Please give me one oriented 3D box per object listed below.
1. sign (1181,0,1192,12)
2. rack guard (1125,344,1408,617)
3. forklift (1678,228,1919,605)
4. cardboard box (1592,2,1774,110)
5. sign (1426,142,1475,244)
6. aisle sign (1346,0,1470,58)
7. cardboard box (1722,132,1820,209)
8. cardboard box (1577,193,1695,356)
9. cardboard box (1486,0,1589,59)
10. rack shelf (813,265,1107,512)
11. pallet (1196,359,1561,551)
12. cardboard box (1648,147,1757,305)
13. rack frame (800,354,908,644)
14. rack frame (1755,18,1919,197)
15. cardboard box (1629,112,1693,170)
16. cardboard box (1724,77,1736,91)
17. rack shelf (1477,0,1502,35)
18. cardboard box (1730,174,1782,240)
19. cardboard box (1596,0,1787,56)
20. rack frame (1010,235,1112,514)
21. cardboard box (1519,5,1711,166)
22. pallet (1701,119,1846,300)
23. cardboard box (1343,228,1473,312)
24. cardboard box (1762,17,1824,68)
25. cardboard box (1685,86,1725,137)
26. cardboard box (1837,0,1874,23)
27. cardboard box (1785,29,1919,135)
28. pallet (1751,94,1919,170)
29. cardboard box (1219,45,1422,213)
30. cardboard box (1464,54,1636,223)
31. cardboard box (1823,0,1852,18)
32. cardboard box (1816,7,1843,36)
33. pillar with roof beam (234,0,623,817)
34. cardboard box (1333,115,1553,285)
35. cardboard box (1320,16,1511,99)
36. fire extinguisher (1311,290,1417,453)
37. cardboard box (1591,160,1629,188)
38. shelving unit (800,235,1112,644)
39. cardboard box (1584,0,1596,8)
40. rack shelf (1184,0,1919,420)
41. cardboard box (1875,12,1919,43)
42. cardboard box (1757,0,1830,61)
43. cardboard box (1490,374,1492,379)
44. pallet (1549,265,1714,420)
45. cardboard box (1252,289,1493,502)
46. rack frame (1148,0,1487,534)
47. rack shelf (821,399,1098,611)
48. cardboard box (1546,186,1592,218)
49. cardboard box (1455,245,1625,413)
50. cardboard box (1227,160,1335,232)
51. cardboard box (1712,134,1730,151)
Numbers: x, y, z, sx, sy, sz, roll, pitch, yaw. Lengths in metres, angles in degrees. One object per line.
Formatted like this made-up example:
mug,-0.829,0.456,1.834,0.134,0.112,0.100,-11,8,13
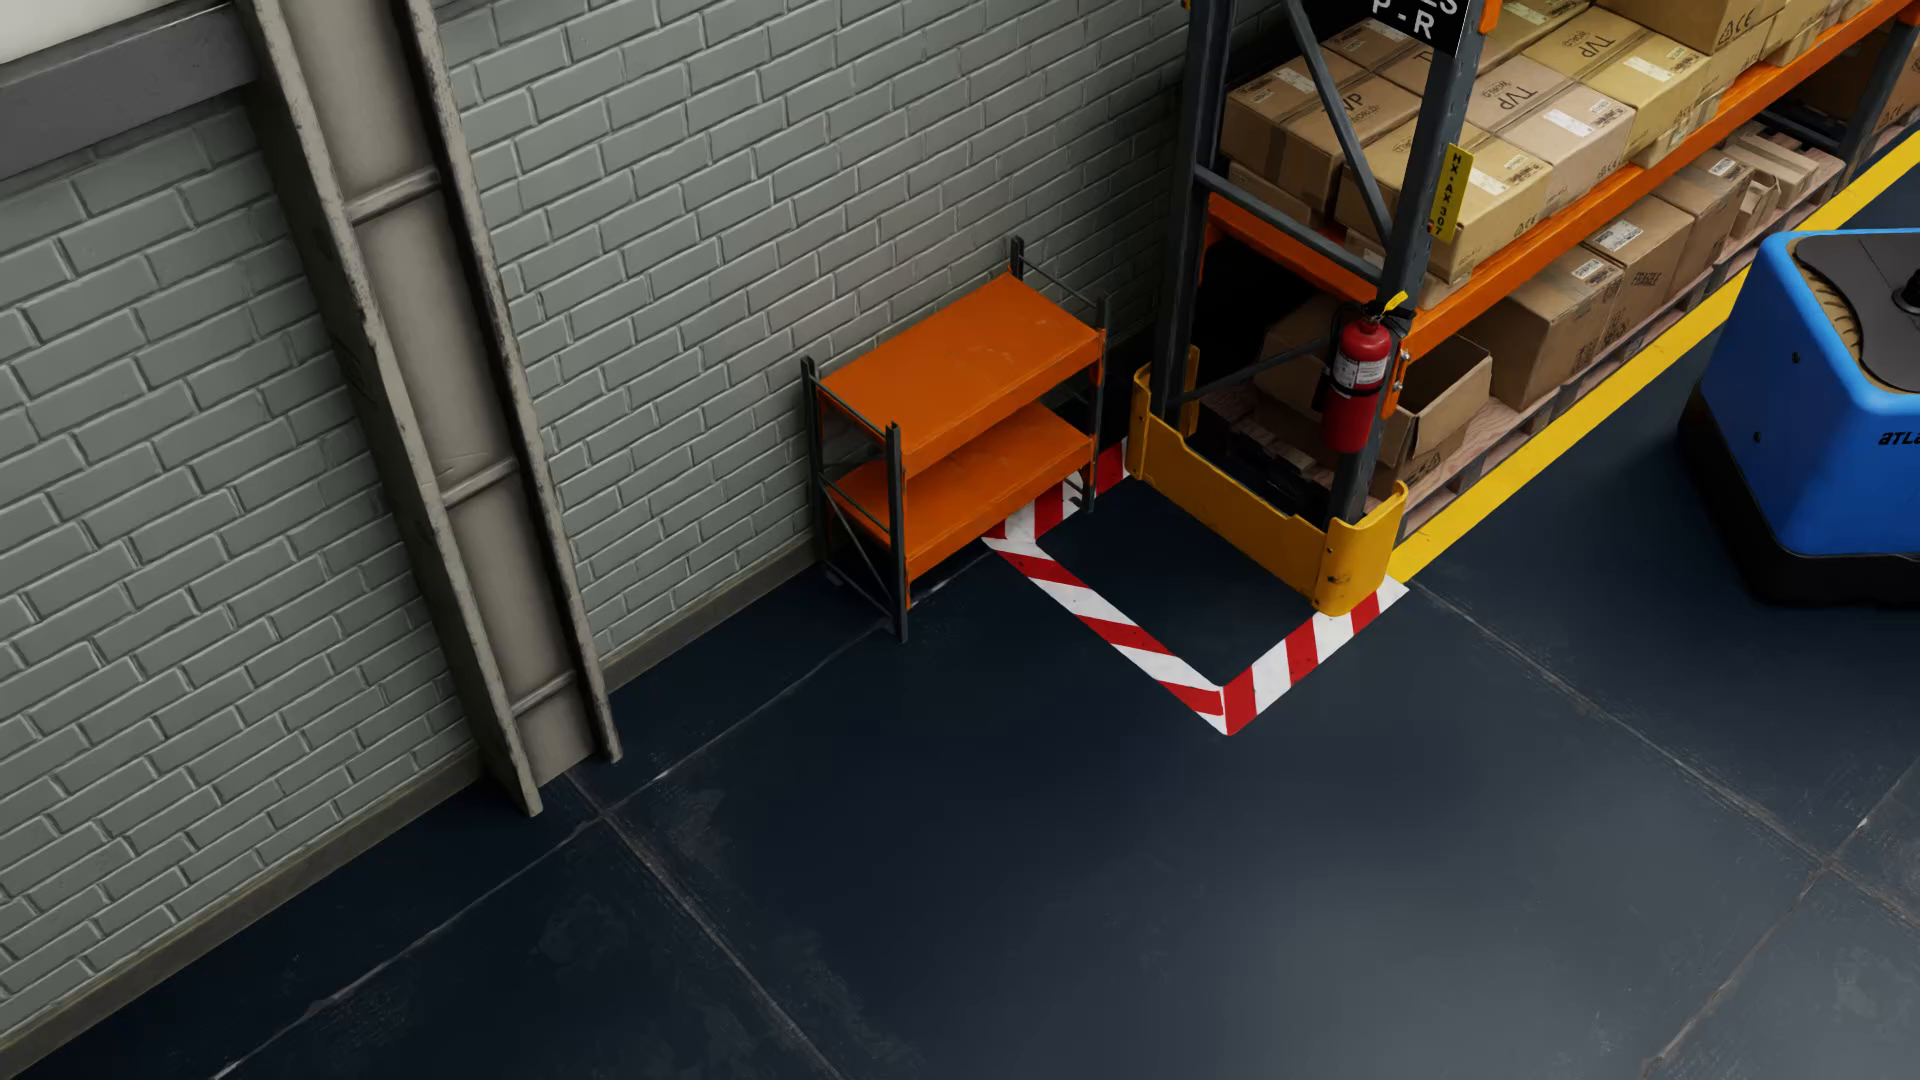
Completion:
sign,0.776,-1.874,5.436,0.005,0.325,0.100,-34,56,-27
rack guard,1.190,-0.253,6.643,0.348,0.500,1.175,-34,56,-27
forklift,4.591,-1.147,5.814,3.031,2.935,1.130,-2,47,-2
cardboard box,2.761,-1.957,6.414,0.500,0.250,0.500,-35,56,-28
sign,1.499,-1.061,5.099,0.005,0.325,0.100,-34,56,-27
aisle sign,1.281,-1.751,4.556,0.004,0.787,0.394,-34,56,-27
cardboard box,3.879,-1.781,8.006,0.250,0.149,0.380,-35,56,-28
cardboard box,2.768,-1.217,7.247,0.500,0.500,0.500,-33,55,-27
cardboard box,2.048,-1.981,6.437,0.500,0.250,0.500,-32,55,-26
rack shelf,-0.004,-0.576,6.118,1.000,0.278,0.538,-34,56,-27
pallet,1.780,-0.549,7.113,1.213,0.211,1.003,-34,56,-27
cardboard box,3.077,-1.523,7.529,0.500,0.500,0.700,-36,57,-28
rack frame,-0.379,-0.126,6.101,0.032,1.125,0.500,-34,56,-27
rack frame,4.094,-3.040,7.514,0.127,3.000,1.000,-34,56,-27
cardboard box,2.549,-1.601,6.357,0.250,0.149,0.380,-35,56,-28
cardboard box,2.874,-1.907,6.640,0.250,0.149,0.380,-34,56,-27
rack shelf,2.614,-2.825,5.764,4.000,0.370,1.077,-34,56,-27
cardboard box,3.615,-1.644,7.801,0.258,0.266,0.396,-32,55,-26
cardboard box,2.761,-2.187,6.116,0.500,0.500,0.500,-32,55,-26
rack frame,0.372,-0.630,6.566,0.032,1.125,0.500,-34,56,-27
cardboard box,2.397,-1.692,6.170,0.500,0.250,0.500,-35,56,-28
pallet,3.585,-1.756,8.227,1.213,0.211,1.003,-34,56,-27
cardboard box,1.562,-0.991,5.794,0.250,0.149,0.380,-34,56,-27
cardboard box,3.291,-2.122,6.838,0.250,0.149,0.380,-35,56,-28
cardboard box,2.730,-1.742,6.487,0.250,0.149,0.380,-33,55,-26
cardboard box,3.674,-2.378,7.074,0.250,0.149,0.380,-32,55,-26
cardboard box,4.603,-2.452,8.387,0.500,0.500,0.500,-31,55,-26
pallet,4.670,-2.517,8.929,1.213,0.211,1.003,-34,56,-27
cardboard box,1.296,-1.484,5.978,0.500,0.250,0.500,-32,55,-26
cardboard box,2.024,-1.440,5.937,0.500,0.250,0.500,-33,55,-27
cardboard box,3.520,-2.450,6.869,0.500,0.250,0.500,-34,56,-27
cardboard box,3.461,-2.263,6.968,0.250,0.149,0.380,-32,55,-26
pillar with roof beam,1.429,0.087,0.547,0.400,9.000,9.100,-34,56,-27
cardboard box,1.651,-1.191,5.707,0.500,0.250,0.500,-33,56,-27
cardboard box,1.678,-1.739,6.213,0.500,0.250,0.500,-34,56,-27
fire extinguisher,1.336,-0.586,5.556,0.183,0.674,0.296,-34,56,-27
cardboard box,2.311,-1.517,6.279,0.250,0.149,0.380,-33,55,-27
shelving unit,-0.004,-0.378,6.333,1.048,1.125,0.538,-34,56,-27
cardboard box,2.435,-2.239,6.675,0.500,0.250,0.500,-34,56,-27
rack shelf,2.614,-1.808,6.866,4.000,0.370,1.077,-34,56,-27
cardboard box,4.538,-2.588,8.071,0.250,0.149,0.380,-31,55,-26
cardboard box,3.142,-2.211,6.649,0.500,0.250,0.500,-34,56,-27
cardboard box,1.991,-0.678,6.989,0.250,0.149,0.380,-36,57,-28
pallet,2.682,-1.149,7.667,1.213,0.211,1.003,-34,56,-27
cardboard box,1.651,-0.609,6.684,0.637,0.503,0.797,-36,57,-28
rack frame,1.134,-1.063,5.690,0.127,3.000,1.000,-34,56,-27
rack shelf,-0.004,-0.212,6.513,1.000,0.278,0.538,-34,56,-27
cardboard box,2.118,-1.382,6.155,0.250,0.149,0.380,-32,55,-26
cardboard box,2.309,-1.010,7.056,0.500,0.500,0.700,-32,55,-26
cardboard box,1.199,-1.287,6.068,0.250,0.149,0.380,-34,56,-28
cardboard box,3.446,-2.073,8.165,0.500,0.311,0.500,-32,55,-26
